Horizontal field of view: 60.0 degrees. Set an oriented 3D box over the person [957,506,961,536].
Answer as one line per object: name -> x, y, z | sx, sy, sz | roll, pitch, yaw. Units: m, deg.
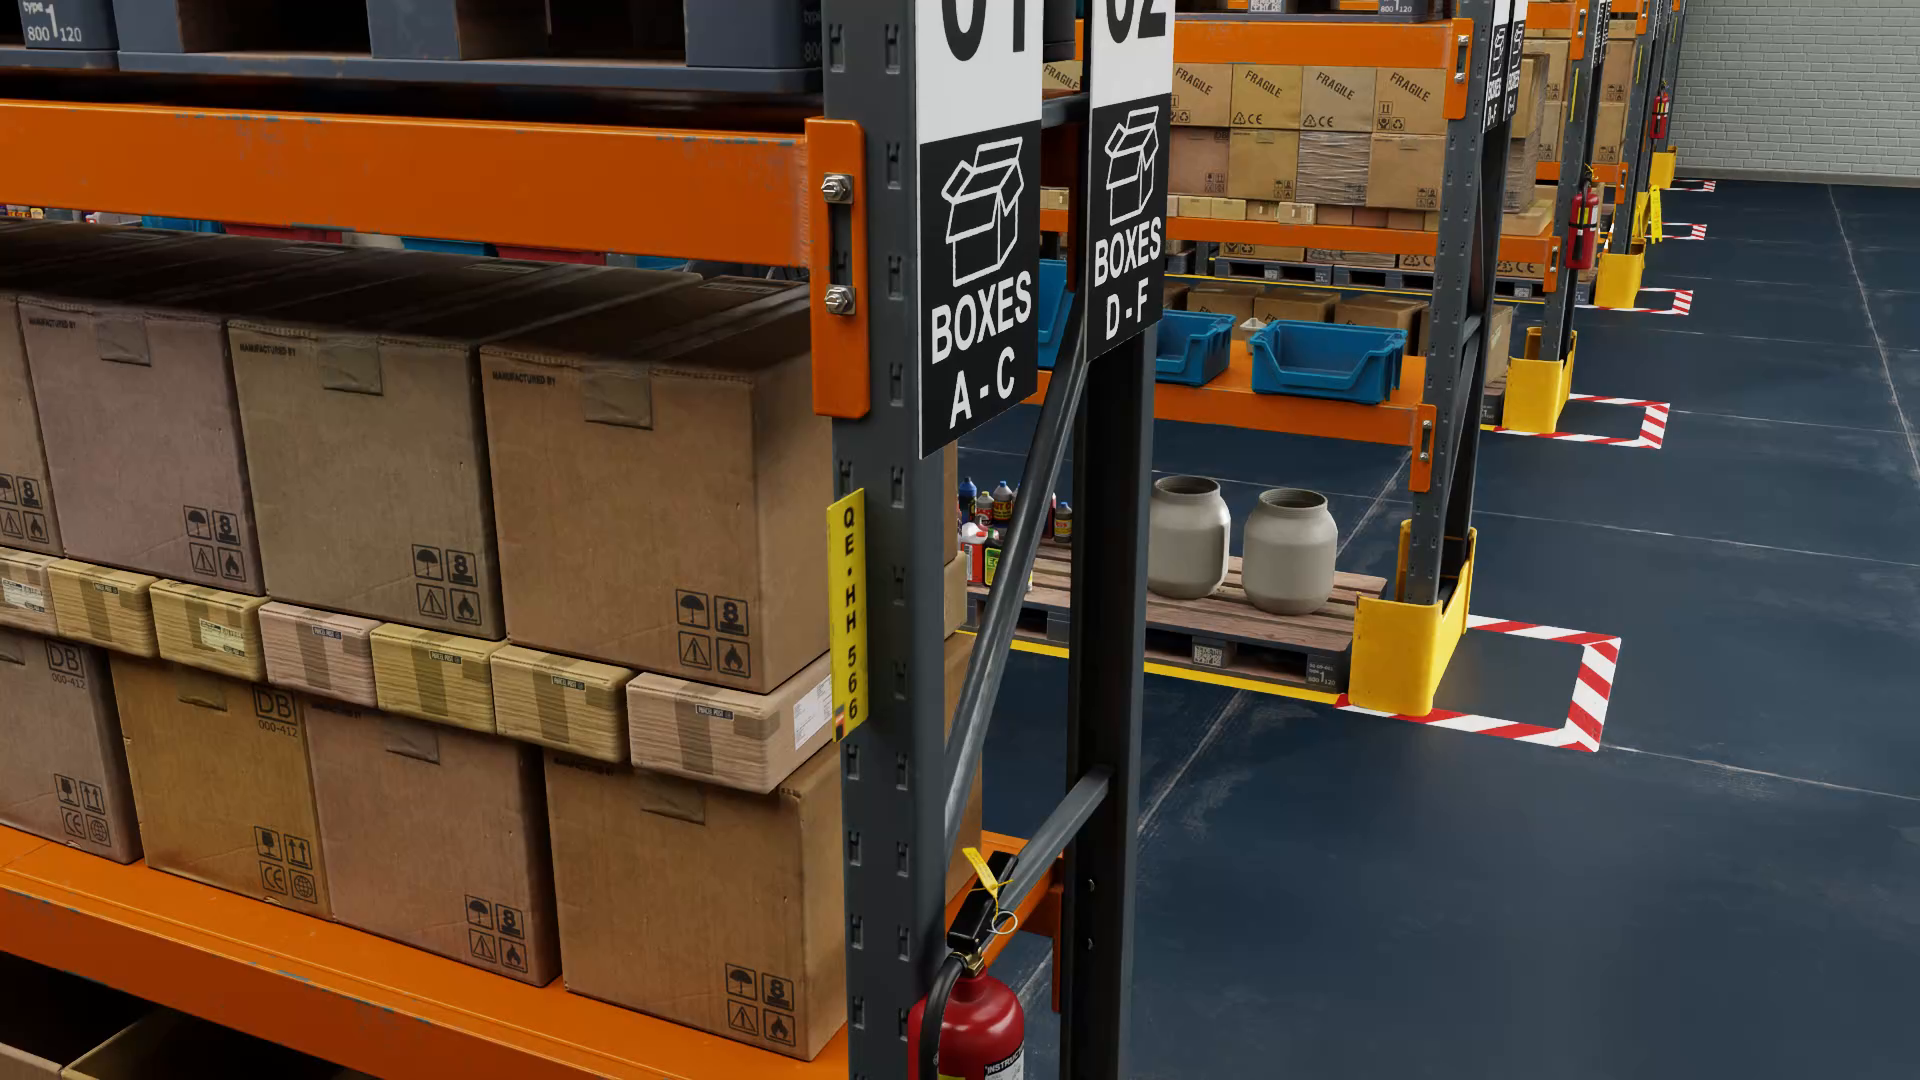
person -> -0.338, -0.016, 6.848 | 0.622, 1.591, 0.620 | 9, 21, 24
